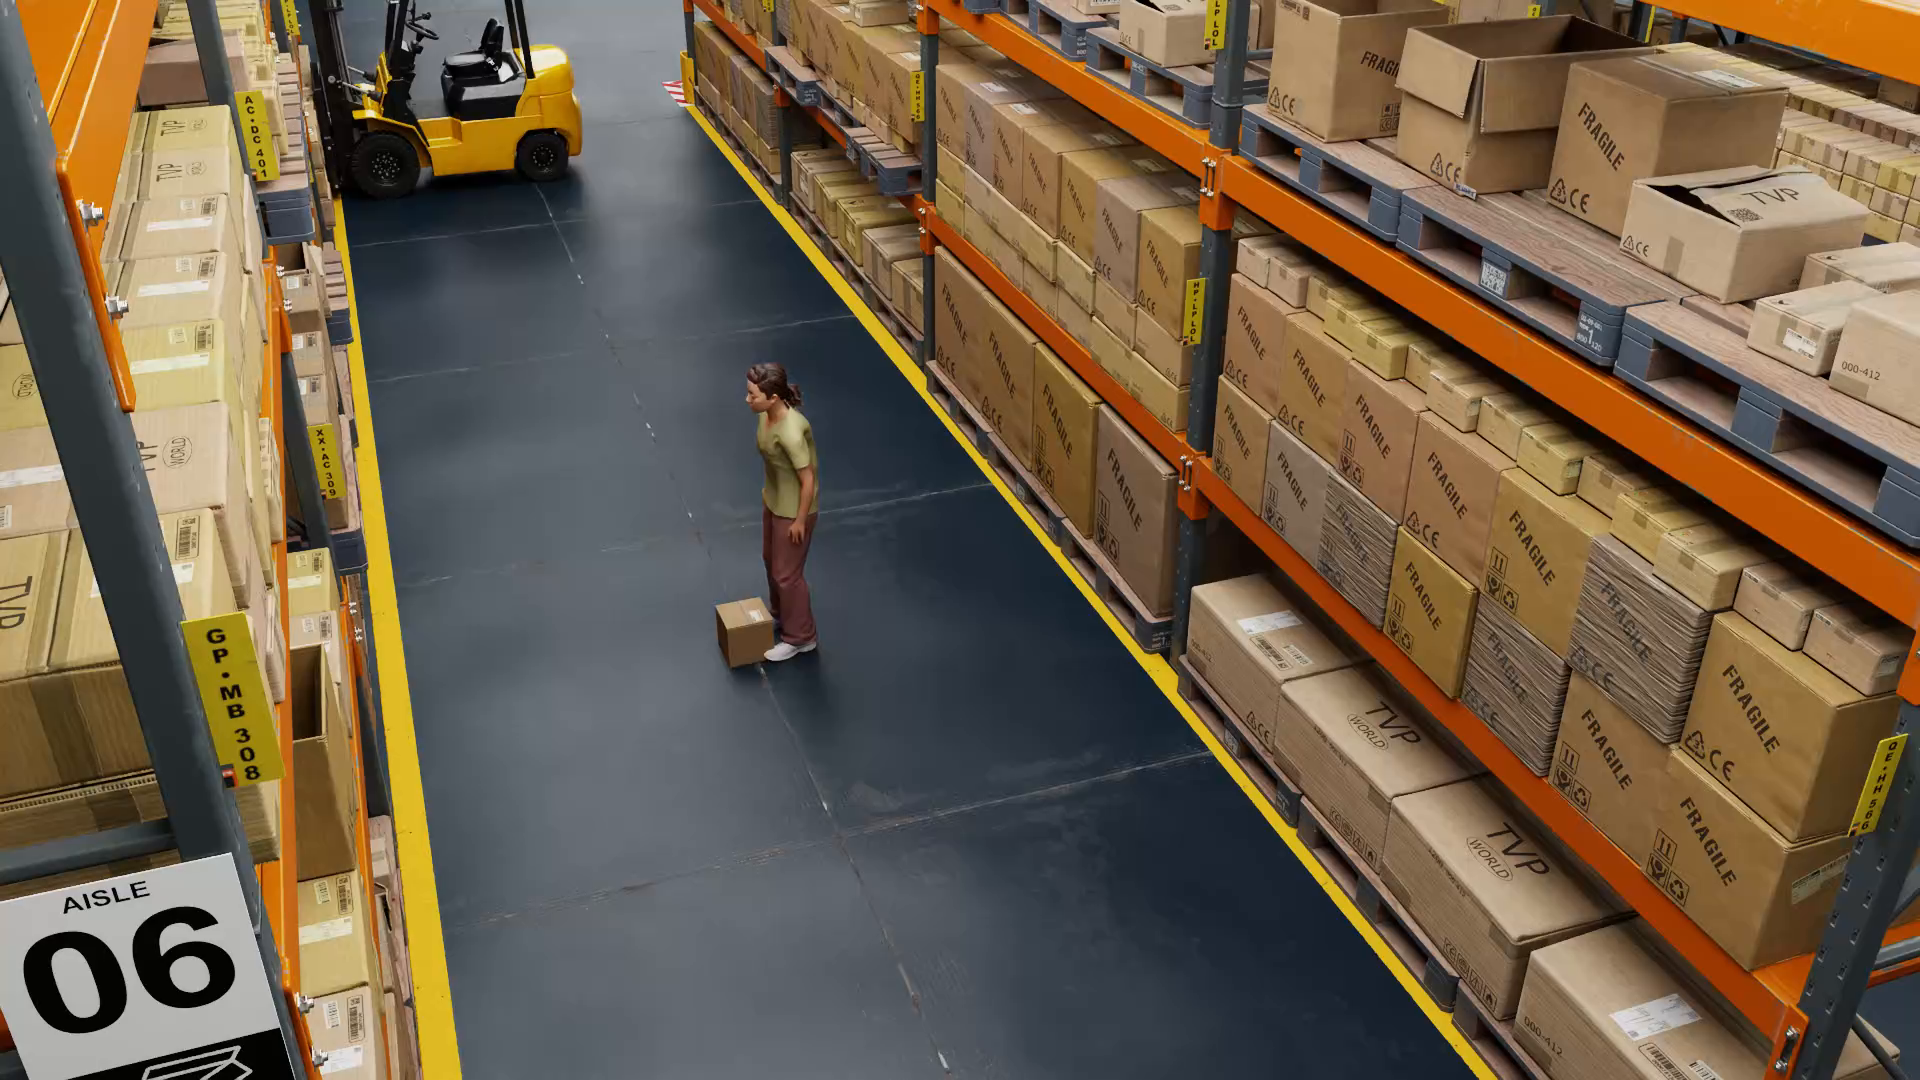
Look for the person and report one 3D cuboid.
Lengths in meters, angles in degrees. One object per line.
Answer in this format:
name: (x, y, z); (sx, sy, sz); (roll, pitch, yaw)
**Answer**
person: (-0.924, -0.165, 8.627); (0.371, 1.672, 0.521); (-12, 32, -20)
